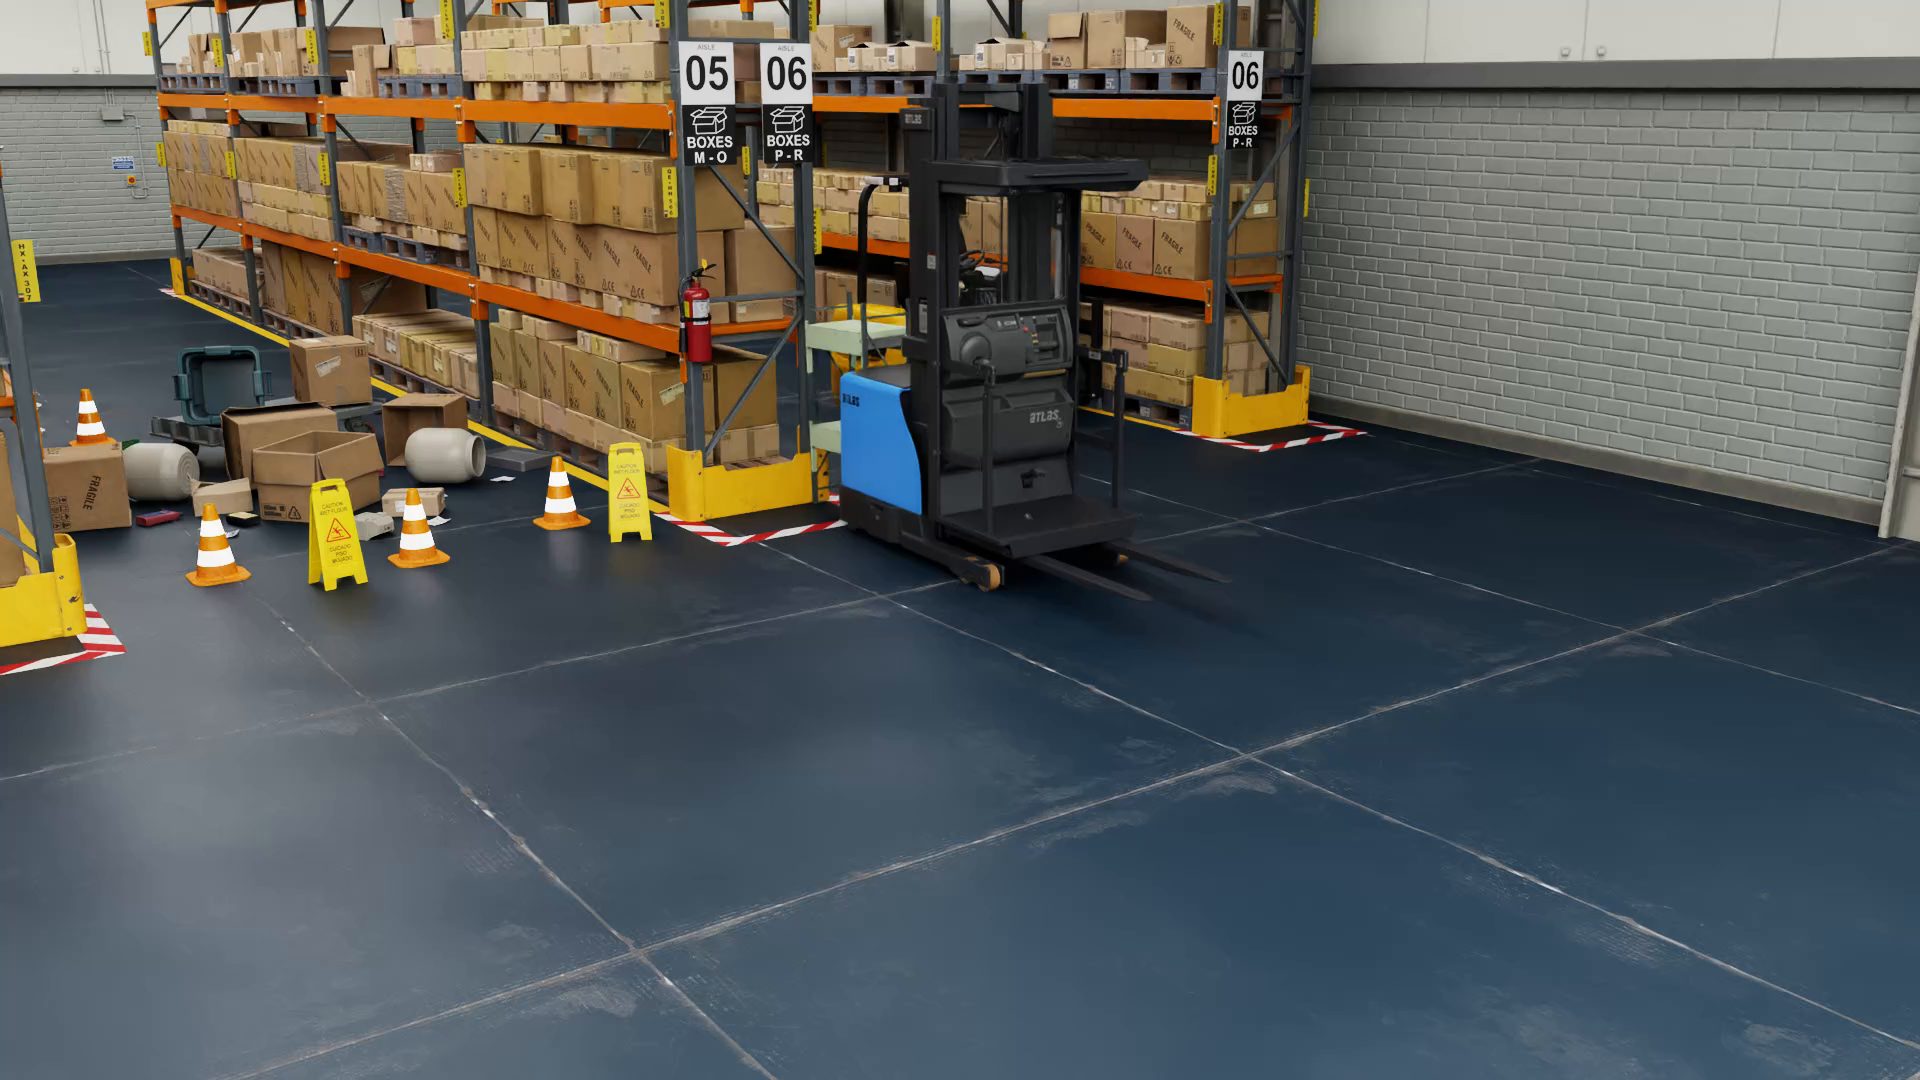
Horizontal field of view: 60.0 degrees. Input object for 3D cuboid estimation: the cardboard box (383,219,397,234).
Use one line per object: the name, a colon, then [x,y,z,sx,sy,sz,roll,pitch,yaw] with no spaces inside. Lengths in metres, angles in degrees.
cardboard box: [-5.510,-3.134,16.523,0.380,0.149,0.250,-10,18,-31]

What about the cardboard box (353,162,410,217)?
cardboard box: [-5.774,-3.535,16.761,0.500,0.500,0.500,-10,18,-32]

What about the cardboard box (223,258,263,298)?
cardboard box: [-9.325,-3.546,22.406,0.875,0.438,0.875,-12,19,-36]

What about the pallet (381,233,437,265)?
pallet: [-4.966,-2.874,16.258,1.003,0.211,1.213,-11,19,-35]

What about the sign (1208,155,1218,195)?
sign: [2.106,-3.037,13.850,0.100,0.325,0.005,-11,19,-35]

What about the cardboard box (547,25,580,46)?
cardboard box: [-2.826,-3.734,12.318,0.380,0.149,0.250,-10,18,-33]

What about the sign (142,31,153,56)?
sign: [-11.320,-6.913,23.164,0.100,0.325,0.005,-11,19,-35]

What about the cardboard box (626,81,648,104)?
cardboard box: [-2.069,-3.081,11.445,0.380,0.149,0.250,-11,19,-34]

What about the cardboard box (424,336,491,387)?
cardboard box: [-4.547,-1.728,15.892,0.950,0.372,0.625,-10,18,-31]

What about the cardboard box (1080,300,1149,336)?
cardboard box: [1.420,-2.069,15.472,0.500,0.250,0.500,-11,19,-34]

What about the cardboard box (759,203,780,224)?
cardboard box: [-2.087,-3.949,20.107,0.500,0.250,0.500,-11,19,-34]

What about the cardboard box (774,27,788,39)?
cardboard box: [-1.922,-5.707,19.391,0.500,0.500,0.500,-11,19,-34]

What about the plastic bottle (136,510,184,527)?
plastic bottle: [-5.546,-0.158,11.538,0.133,0.061,0.283,10,18,33]

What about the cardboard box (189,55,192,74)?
cardboard box: [-10.028,-6.418,22.347,0.500,0.311,0.500,-10,18,-34]

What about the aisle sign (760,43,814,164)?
aisle sign: [-1.173,-2.963,11.297,0.394,0.787,0.004,-11,19,-35]

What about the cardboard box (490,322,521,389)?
cardboard box: [-3.683,-1.599,14.228,0.500,0.500,0.500,-10,18,-32]

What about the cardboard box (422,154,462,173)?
cardboard box: [-4.681,-3.445,15.202,0.380,0.149,0.250,-12,19,-36]

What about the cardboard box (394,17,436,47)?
cardboard box: [-4.873,-4.665,15.299,0.500,0.250,0.500,-10,18,-34]

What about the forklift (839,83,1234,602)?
forklift: [0.423,-1.249,10.088,1.130,2.935,3.031,-10,18,-33]

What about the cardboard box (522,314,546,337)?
cardboard box: [-3.355,-1.766,13.611,0.380,0.149,0.250,-10,18,-32]

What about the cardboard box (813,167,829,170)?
cardboard box: [-1.796,-4.477,20.334,0.380,0.149,0.250,-10,18,-33]

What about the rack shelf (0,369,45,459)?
rack shelf: [-6.580,-0.965,10.282,1.077,0.370,4.000,-11,19,-35]

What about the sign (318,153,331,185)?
sign: [-6.611,-3.855,17.284,0.100,0.325,0.005,-11,19,-35]

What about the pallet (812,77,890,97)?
pallet: [-1.019,-5.141,18.851,1.003,0.211,1.213,-10,18,-32]

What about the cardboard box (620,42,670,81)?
cardboard box: [-1.979,-3.260,11.344,0.500,0.250,0.500,-11,19,-35]

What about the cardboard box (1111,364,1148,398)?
cardboard box: [1.737,-1.481,15.219,0.500,0.250,0.500,-11,19,-35]

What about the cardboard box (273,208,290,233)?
cardboard box: [-7.590,-3.699,19.195,0.500,0.250,0.500,-11,19,-35]

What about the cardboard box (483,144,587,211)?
cardboard box: [-3.446,-2.963,13.572,0.700,0.500,0.500,-11,19,-34]

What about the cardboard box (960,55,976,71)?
cardboard box: [0.219,-4.733,16.497,0.380,0.149,0.250,-10,18,-33]

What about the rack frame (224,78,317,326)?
rack frame: [-8.515,-4.237,20.875,1.000,3.000,0.127,-11,19,-35]

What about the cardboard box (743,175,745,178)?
cardboard box: [-3.260,-4.726,21.672,0.797,0.503,0.637,-11,19,-36]

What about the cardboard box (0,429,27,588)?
cardboard box: [-5.856,-0.197,9.343,0.875,0.875,0.875,-11,19,-34]

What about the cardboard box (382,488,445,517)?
cardboard box: [-3.864,-0.266,11.765,0.380,0.149,0.250,-2,15,-6]

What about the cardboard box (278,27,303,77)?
cardboard box: [-6.899,-5.262,17.954,0.700,0.500,0.500,-12,19,-37]

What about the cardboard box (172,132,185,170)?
cardboard box: [-10.506,-5.366,22.915,0.500,0.500,0.500,-11,19,-36]

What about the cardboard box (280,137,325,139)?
cardboard box: [-8.050,-4.711,20.523,0.500,0.500,0.500,-10,18,-33]

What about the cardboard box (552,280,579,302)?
cardboard box: [-2.970,-1.966,13.055,0.380,0.149,0.250,-11,19,-35]

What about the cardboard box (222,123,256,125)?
cardboard box: [-9.160,-5.225,21.171,0.380,0.149,0.250,-11,19,-34]

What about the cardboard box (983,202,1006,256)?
cardboard box: [0.571,-3.104,16.547,0.500,0.500,0.500,-10,18,-34]

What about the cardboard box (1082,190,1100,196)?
cardboard box: [1.341,-3.251,15.291,0.380,0.149,0.250,-10,18,-33]

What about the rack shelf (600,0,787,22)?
rack shelf: [-3.327,-6.935,21.488,1.077,0.370,4.000,-11,19,-35]

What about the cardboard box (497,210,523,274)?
cardboard box: [-3.464,-2.480,13.701,0.500,0.500,0.500,-11,19,-35]

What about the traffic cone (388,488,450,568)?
traffic cone: [-3.454,-0.098,10.557,0.336,0.463,0.334,-11,19,-35]

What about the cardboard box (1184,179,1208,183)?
cardboard box: [2.235,-3.171,14.997,0.380,0.149,0.250,-10,18,-33]

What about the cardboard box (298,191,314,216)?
cardboard box: [-6.958,-3.725,18.340,0.500,0.250,0.500,-11,19,-36]

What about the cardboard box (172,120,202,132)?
cardboard box: [-10.611,-5.698,22.899,0.380,0.149,0.250,-10,18,-33]

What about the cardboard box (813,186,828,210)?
cardboard box: [-1.501,-3.969,19.231,0.500,0.250,0.500,-11,19,-36]

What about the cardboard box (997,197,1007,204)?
cardboard box: [0.590,-3.382,16.331,0.380,0.149,0.250,-10,18,-33]

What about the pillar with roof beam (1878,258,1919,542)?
pillar with roof beam: [2.918,-3.679,7.470,9.100,9.000,0.400,-11,19,-35]

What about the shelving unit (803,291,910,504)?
shelving unit: [-0.702,-0.956,11.696,0.431,1.500,0.755,-12,17,-35]

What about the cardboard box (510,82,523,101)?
cardboard box: [-3.368,-3.590,13.304,0.380,0.149,0.250,-10,18,-33]

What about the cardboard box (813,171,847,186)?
cardboard box: [-1.536,-4.191,19.288,0.380,0.149,0.250,-11,19,-34]

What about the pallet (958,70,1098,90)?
pallet: [0.724,-4.526,16.416,1.003,0.211,1.213,-11,19,-35]

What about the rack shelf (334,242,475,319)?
rack shelf: [-4.988,-2.609,16.289,1.077,0.370,4.000,-11,19,-35]

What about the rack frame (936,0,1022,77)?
rack frame: [0.201,-6.194,16.659,1.000,3.000,0.127,-11,19,-35]
